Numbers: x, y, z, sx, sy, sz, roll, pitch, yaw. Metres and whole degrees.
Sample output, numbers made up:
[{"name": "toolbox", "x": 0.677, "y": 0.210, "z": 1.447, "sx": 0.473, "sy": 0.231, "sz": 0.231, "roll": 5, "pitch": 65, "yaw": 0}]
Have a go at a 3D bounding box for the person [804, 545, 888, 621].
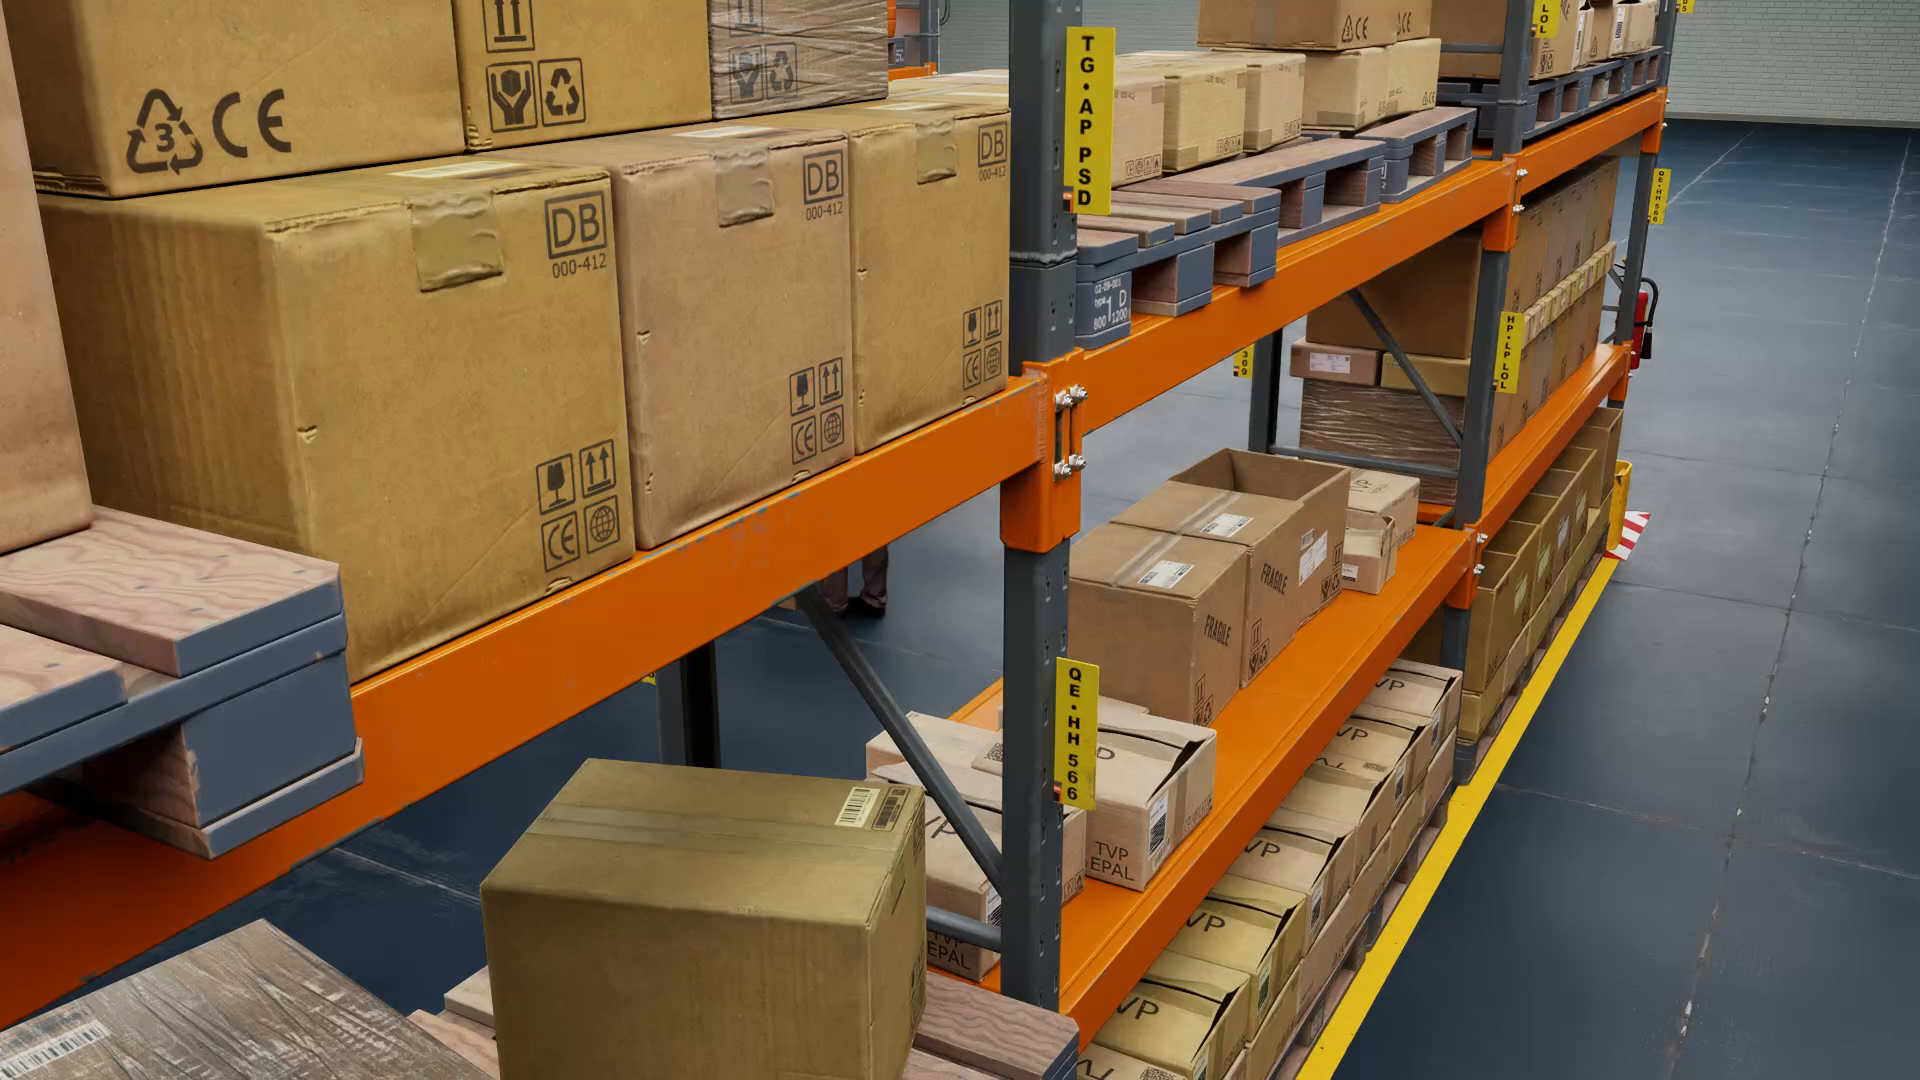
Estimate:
[{"name": "person", "x": -0.600, "y": -0.377, "z": 9.242, "sx": 0.443, "sy": 1.779, "sz": 0.579, "roll": 15, "pitch": 24, "yaw": 36}]
